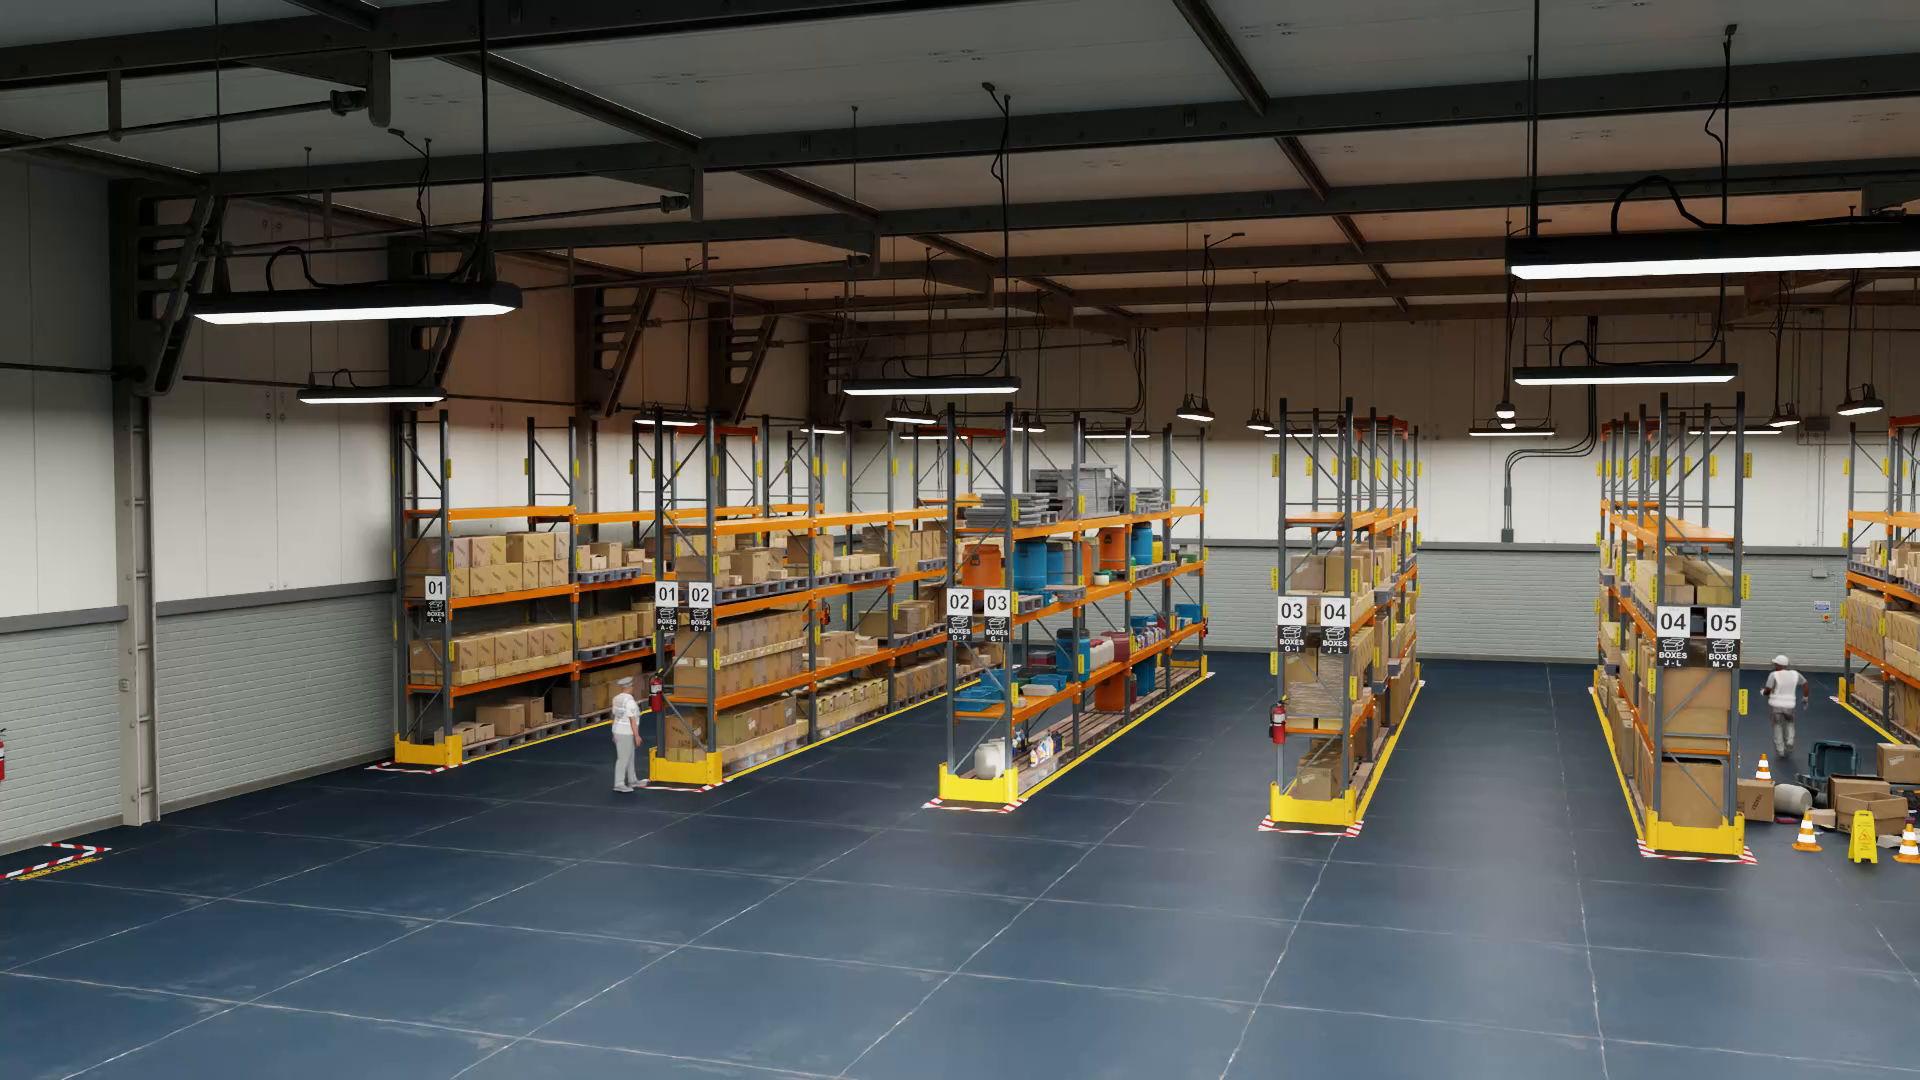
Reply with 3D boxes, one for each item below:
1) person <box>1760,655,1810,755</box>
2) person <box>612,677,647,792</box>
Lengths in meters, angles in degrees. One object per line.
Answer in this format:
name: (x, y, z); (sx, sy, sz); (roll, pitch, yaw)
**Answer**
person: (14.425, 2.888, 29.086); (0.774, 1.739, 0.613); (1, 3, 23)
person: (-5.119, 3.013, 25.901); (0.578, 1.766, 0.591); (-1, 3, -22)
